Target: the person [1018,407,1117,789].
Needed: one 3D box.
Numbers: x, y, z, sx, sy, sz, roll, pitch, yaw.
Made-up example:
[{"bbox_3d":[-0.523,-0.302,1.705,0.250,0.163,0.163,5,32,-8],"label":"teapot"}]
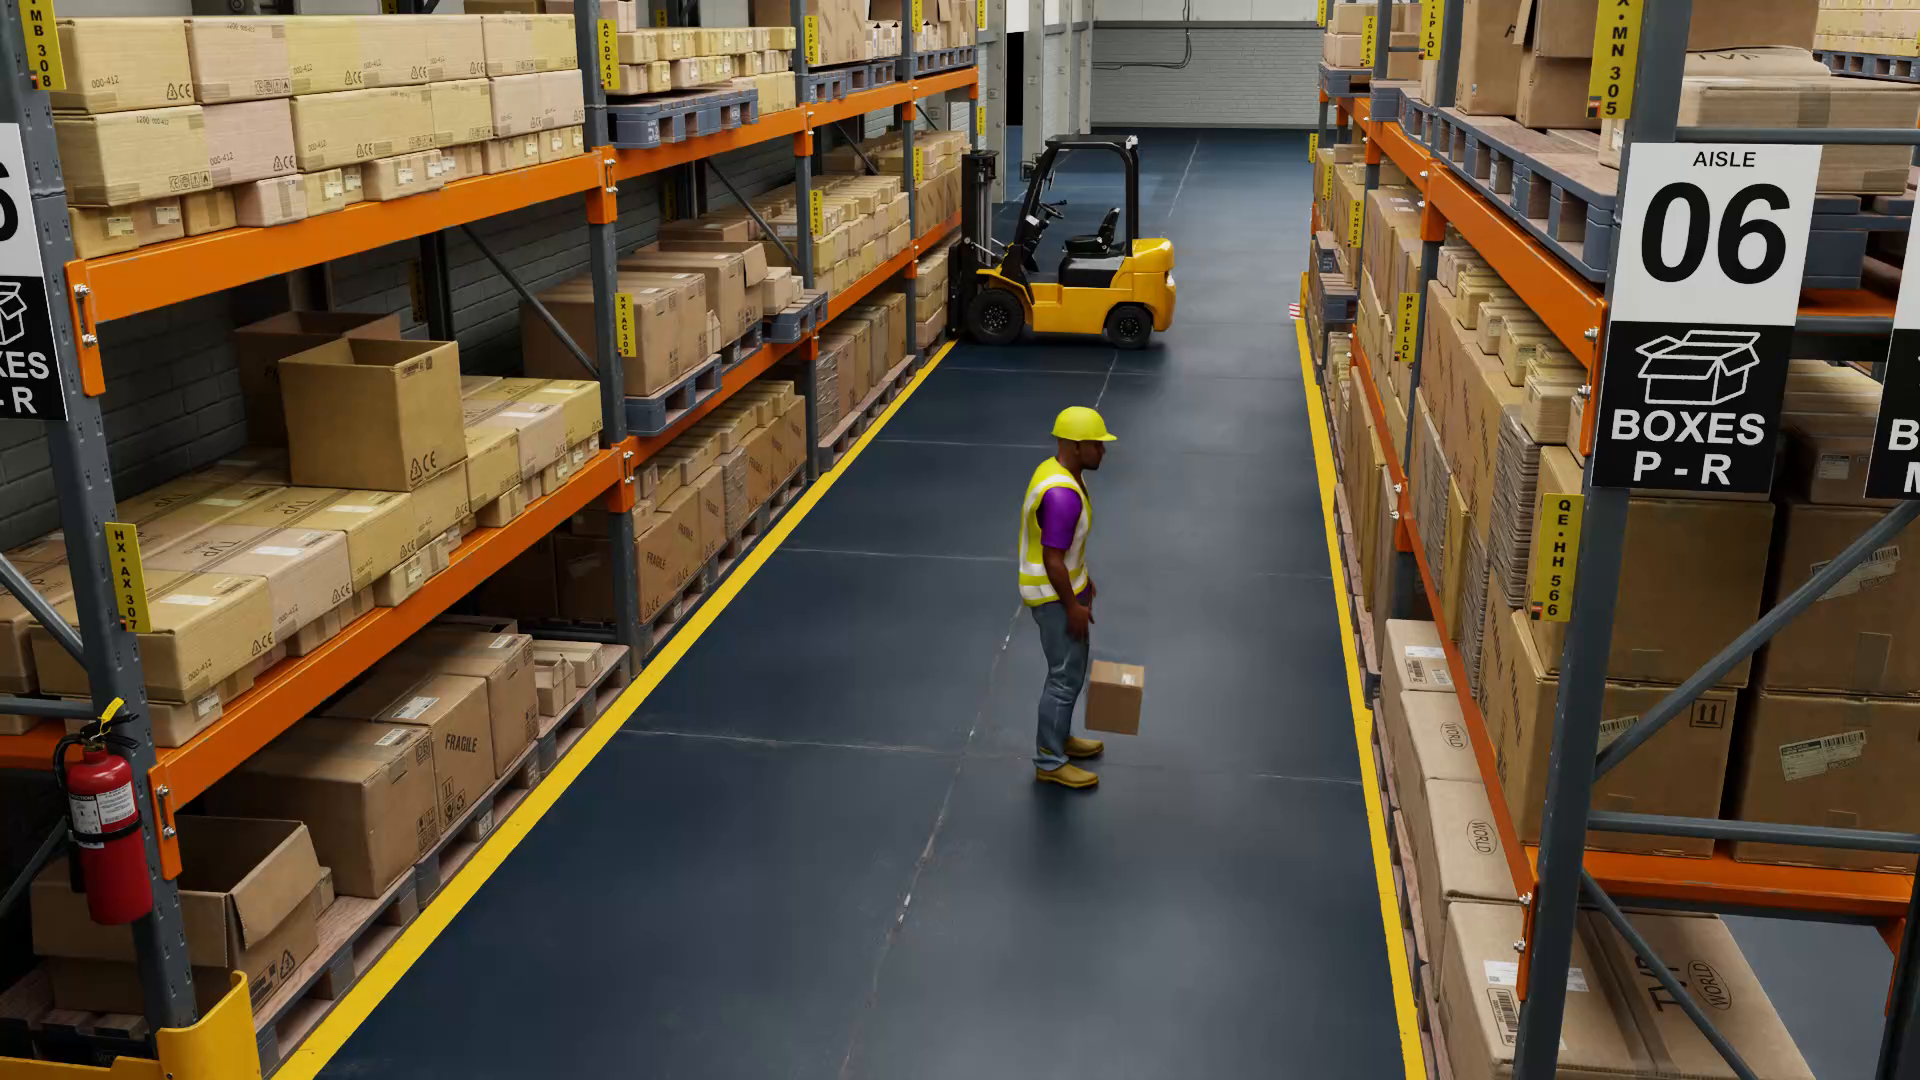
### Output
[{"bbox_3d":[0.489,0.243,7.760,0.439,1.763,0.597,2,18,7],"label":"person"}]
